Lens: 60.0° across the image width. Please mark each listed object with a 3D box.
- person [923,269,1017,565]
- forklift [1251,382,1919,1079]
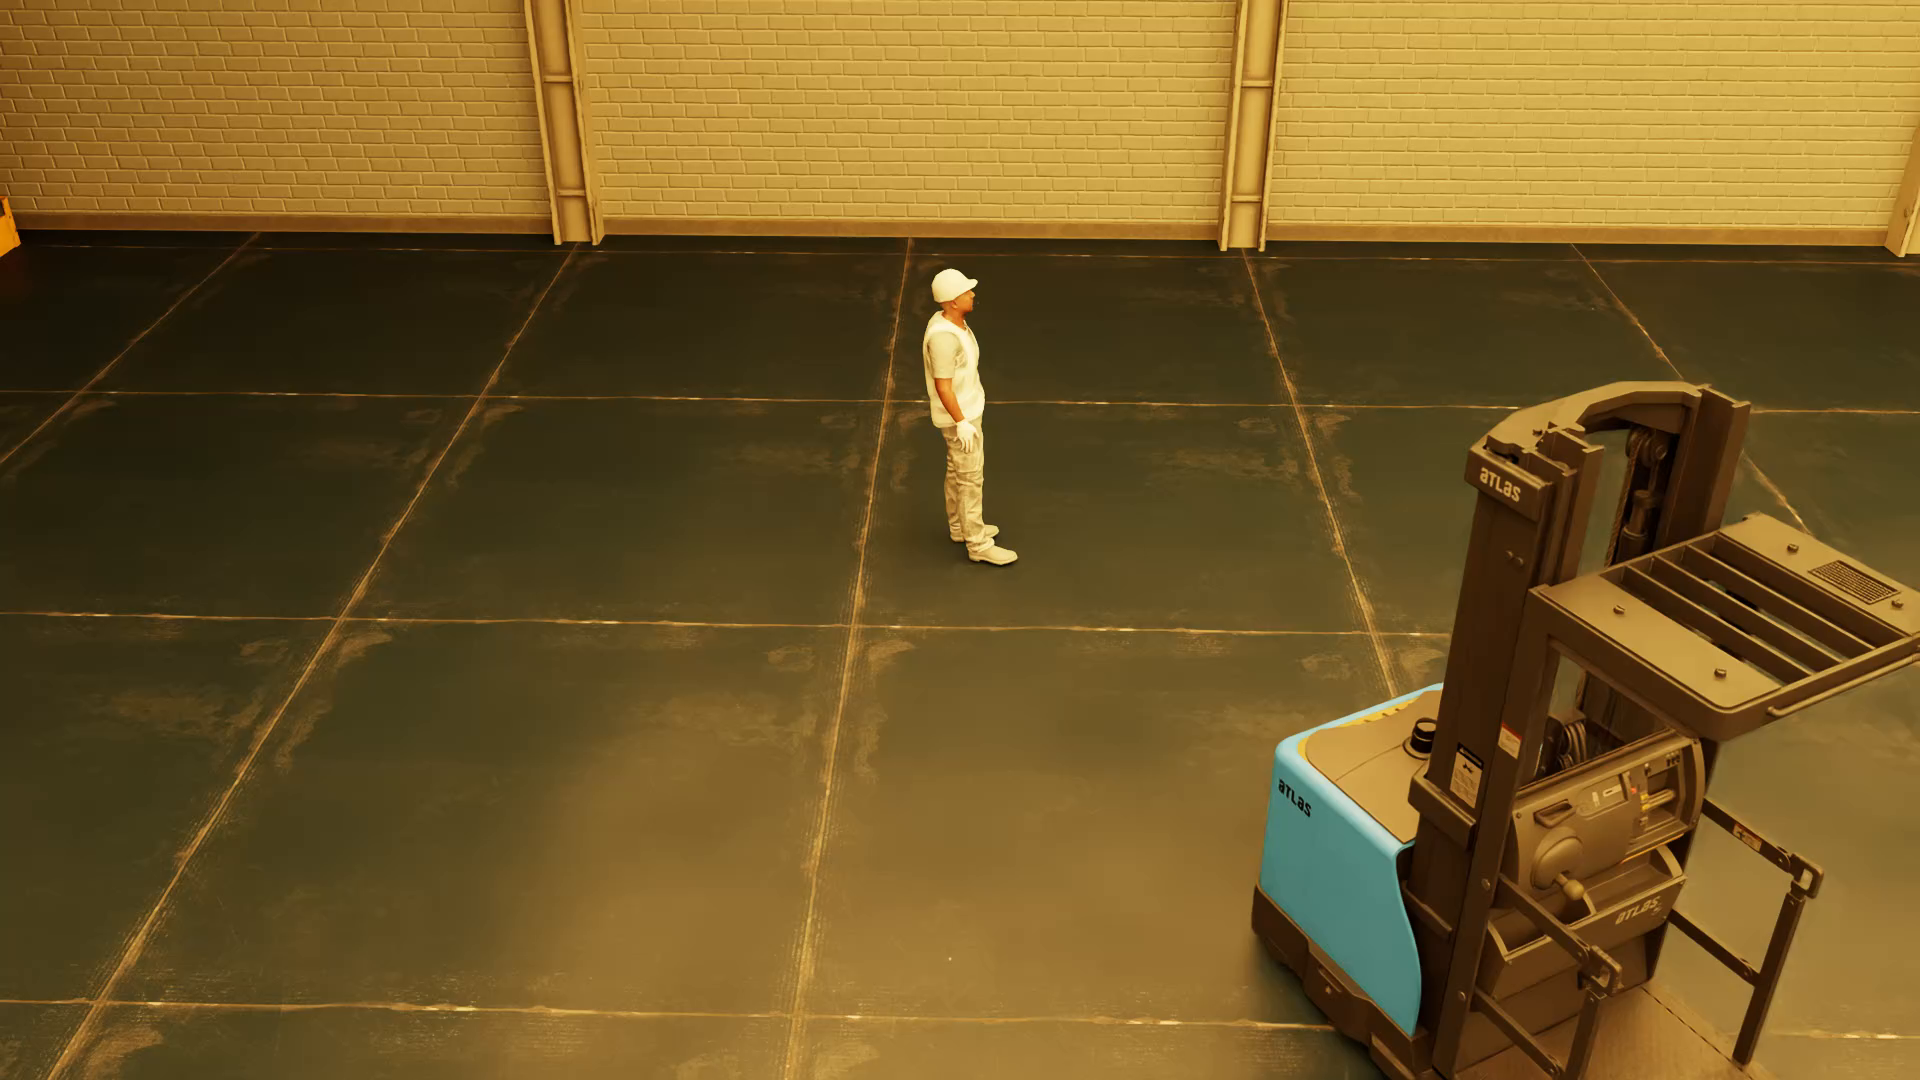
[{"bbox_3d":[0.071,-0.769,10.034,0.577,1.782,0.656,1,31,1],"label":"person"},{"bbox_3d":[2.444,1.048,5.837,1.130,2.935,3.031,-15,34,-24],"label":"forklift"}]
